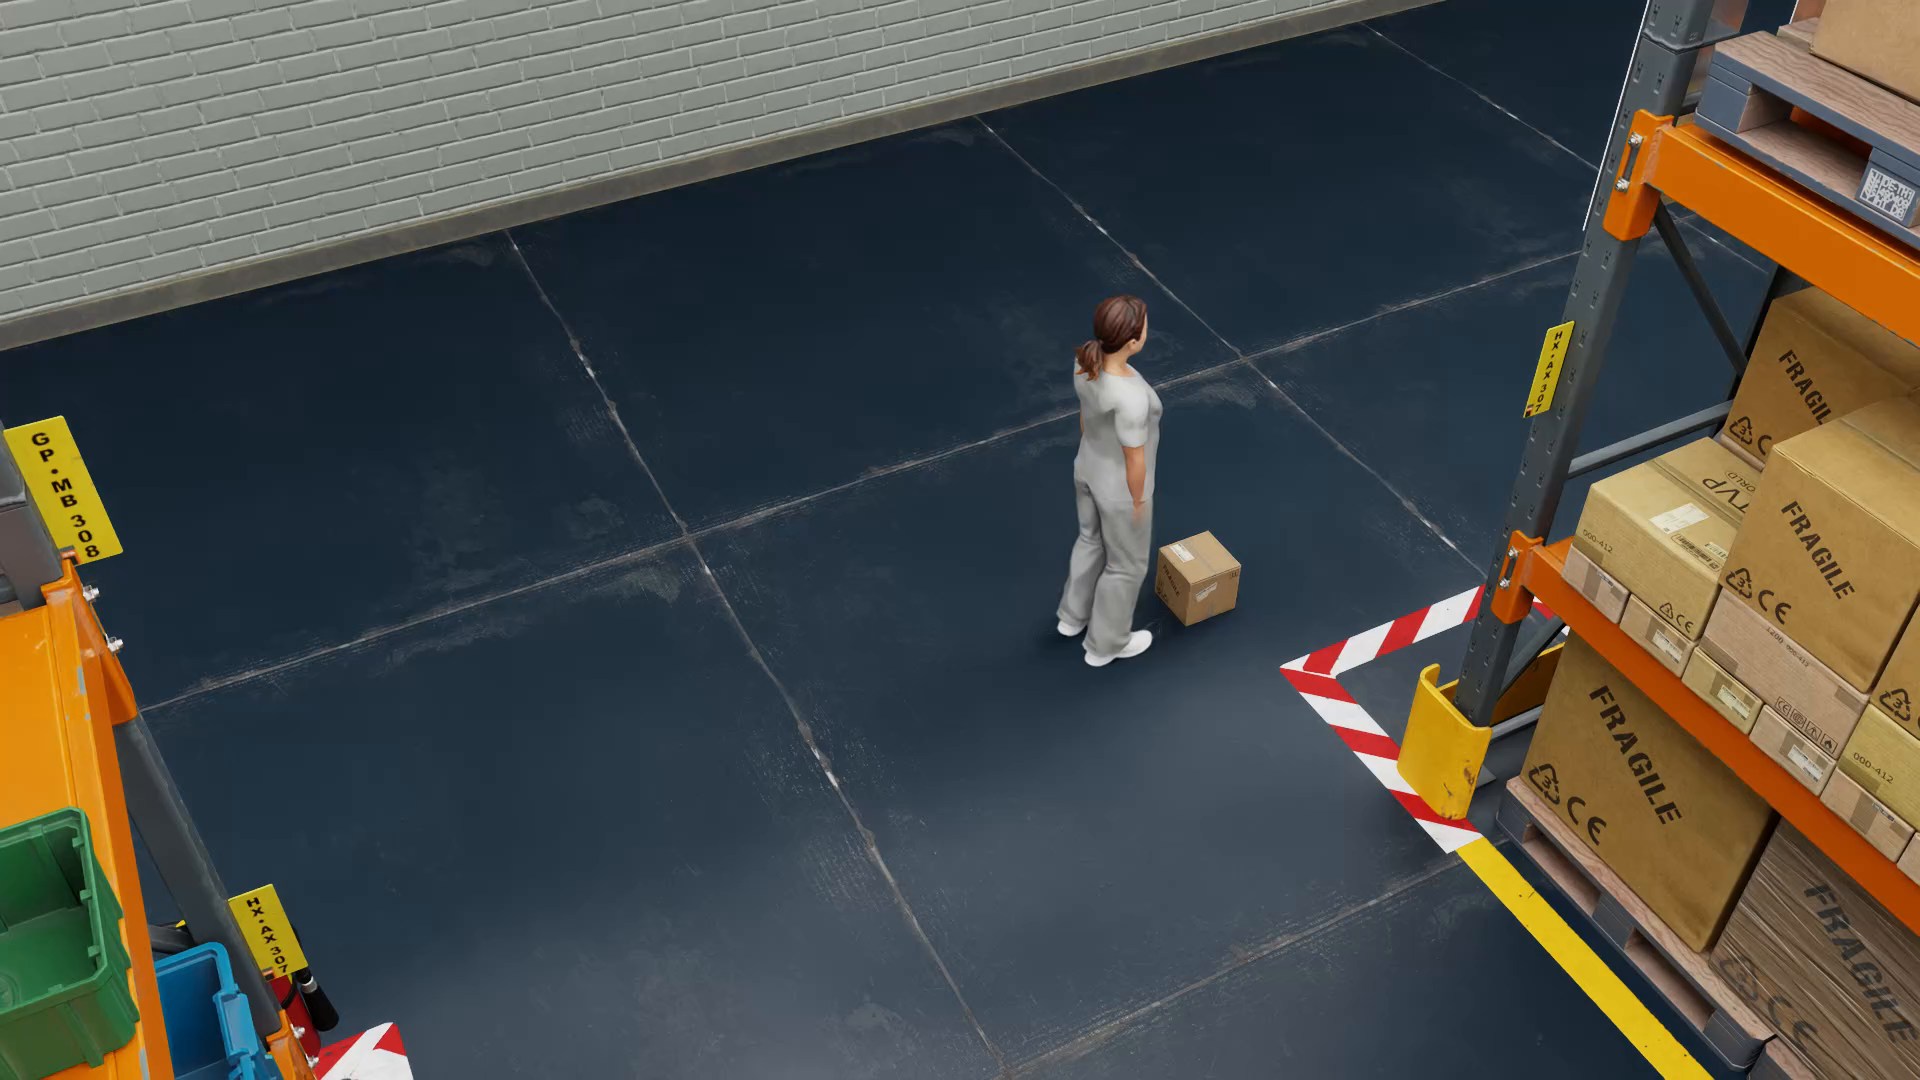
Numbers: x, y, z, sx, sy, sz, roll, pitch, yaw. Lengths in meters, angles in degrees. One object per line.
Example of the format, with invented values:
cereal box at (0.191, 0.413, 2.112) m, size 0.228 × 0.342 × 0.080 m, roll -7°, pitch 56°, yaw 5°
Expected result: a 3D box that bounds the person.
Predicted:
person at (0.575, -0.225, 6.423) m, size 0.364 × 1.674 × 0.438 m, roll -18°, pitch 44°, yaw -19°
